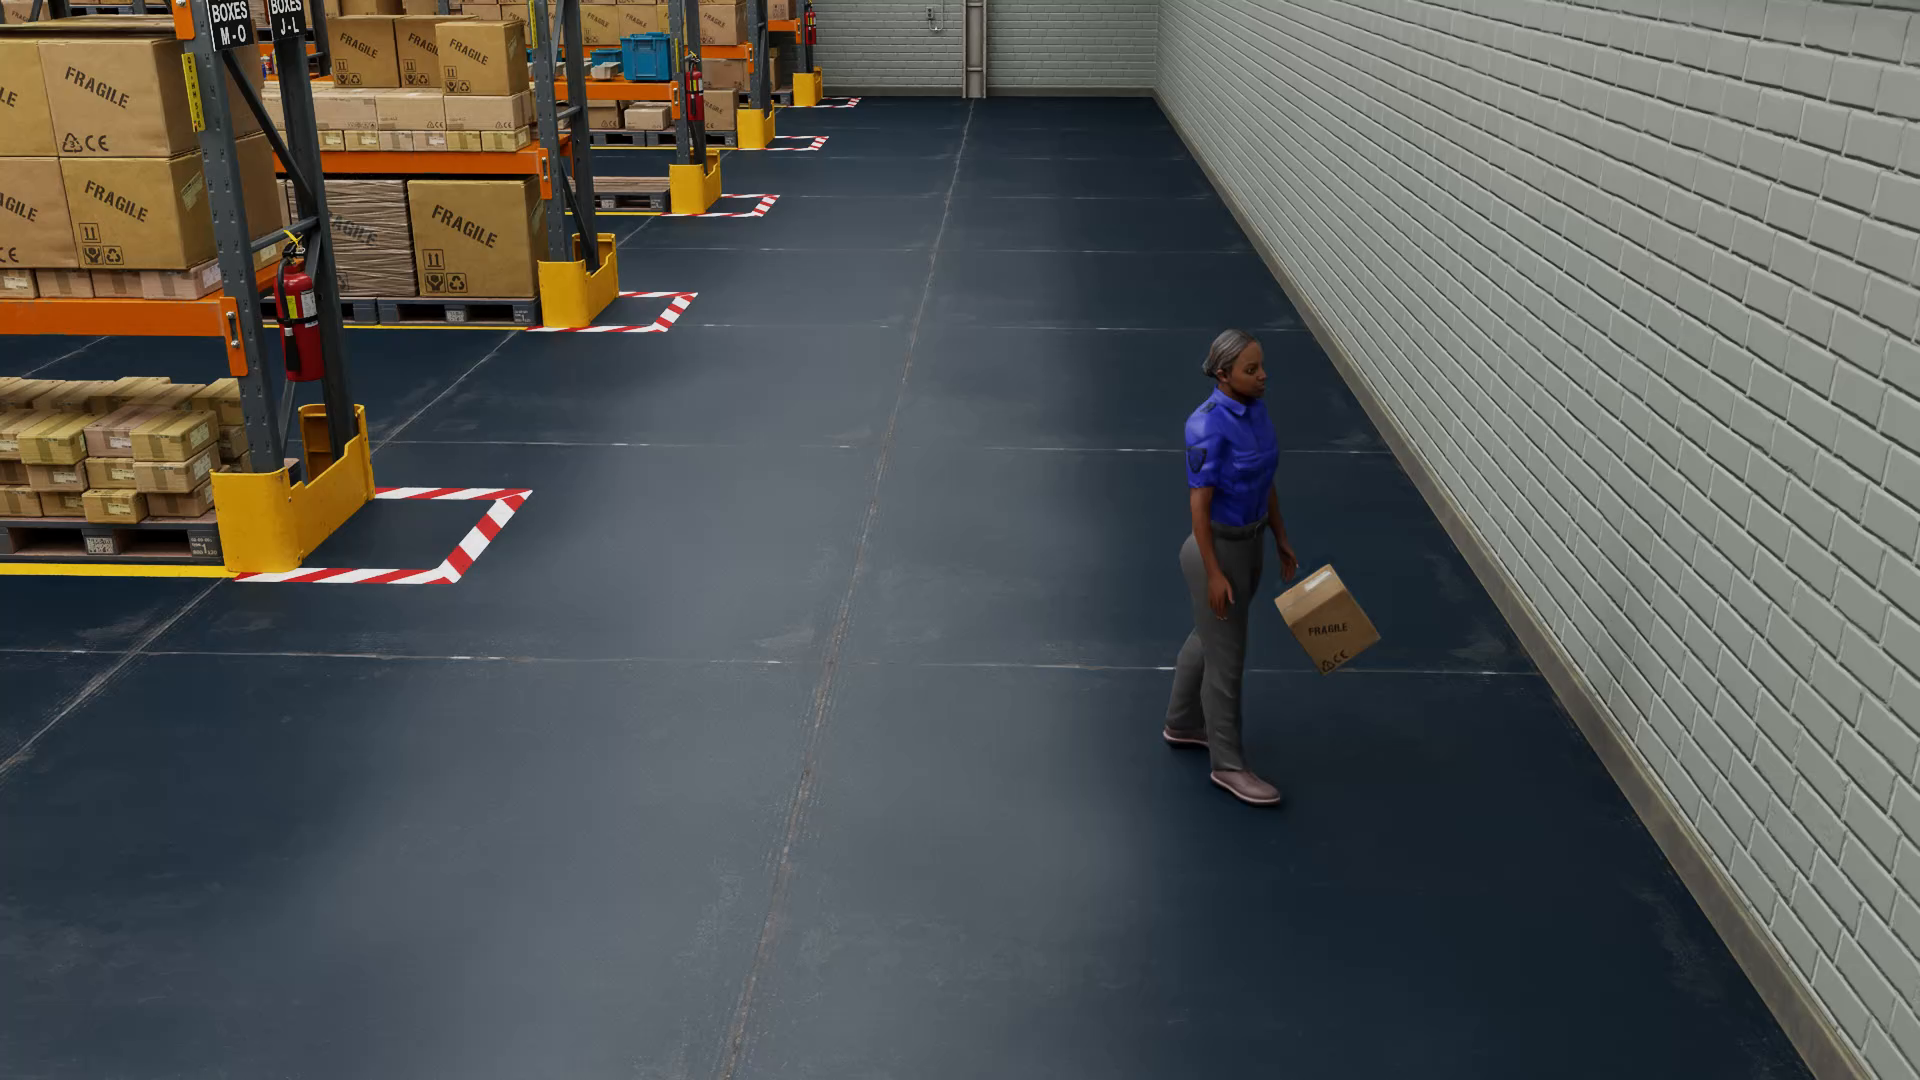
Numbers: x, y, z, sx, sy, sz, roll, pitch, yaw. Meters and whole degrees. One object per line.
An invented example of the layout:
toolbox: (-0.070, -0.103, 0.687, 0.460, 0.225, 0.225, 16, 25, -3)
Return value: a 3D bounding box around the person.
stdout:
person: (0.981, 0.074, 5.881, 0.577, 1.652, 0.546, 14, 25, 31)
